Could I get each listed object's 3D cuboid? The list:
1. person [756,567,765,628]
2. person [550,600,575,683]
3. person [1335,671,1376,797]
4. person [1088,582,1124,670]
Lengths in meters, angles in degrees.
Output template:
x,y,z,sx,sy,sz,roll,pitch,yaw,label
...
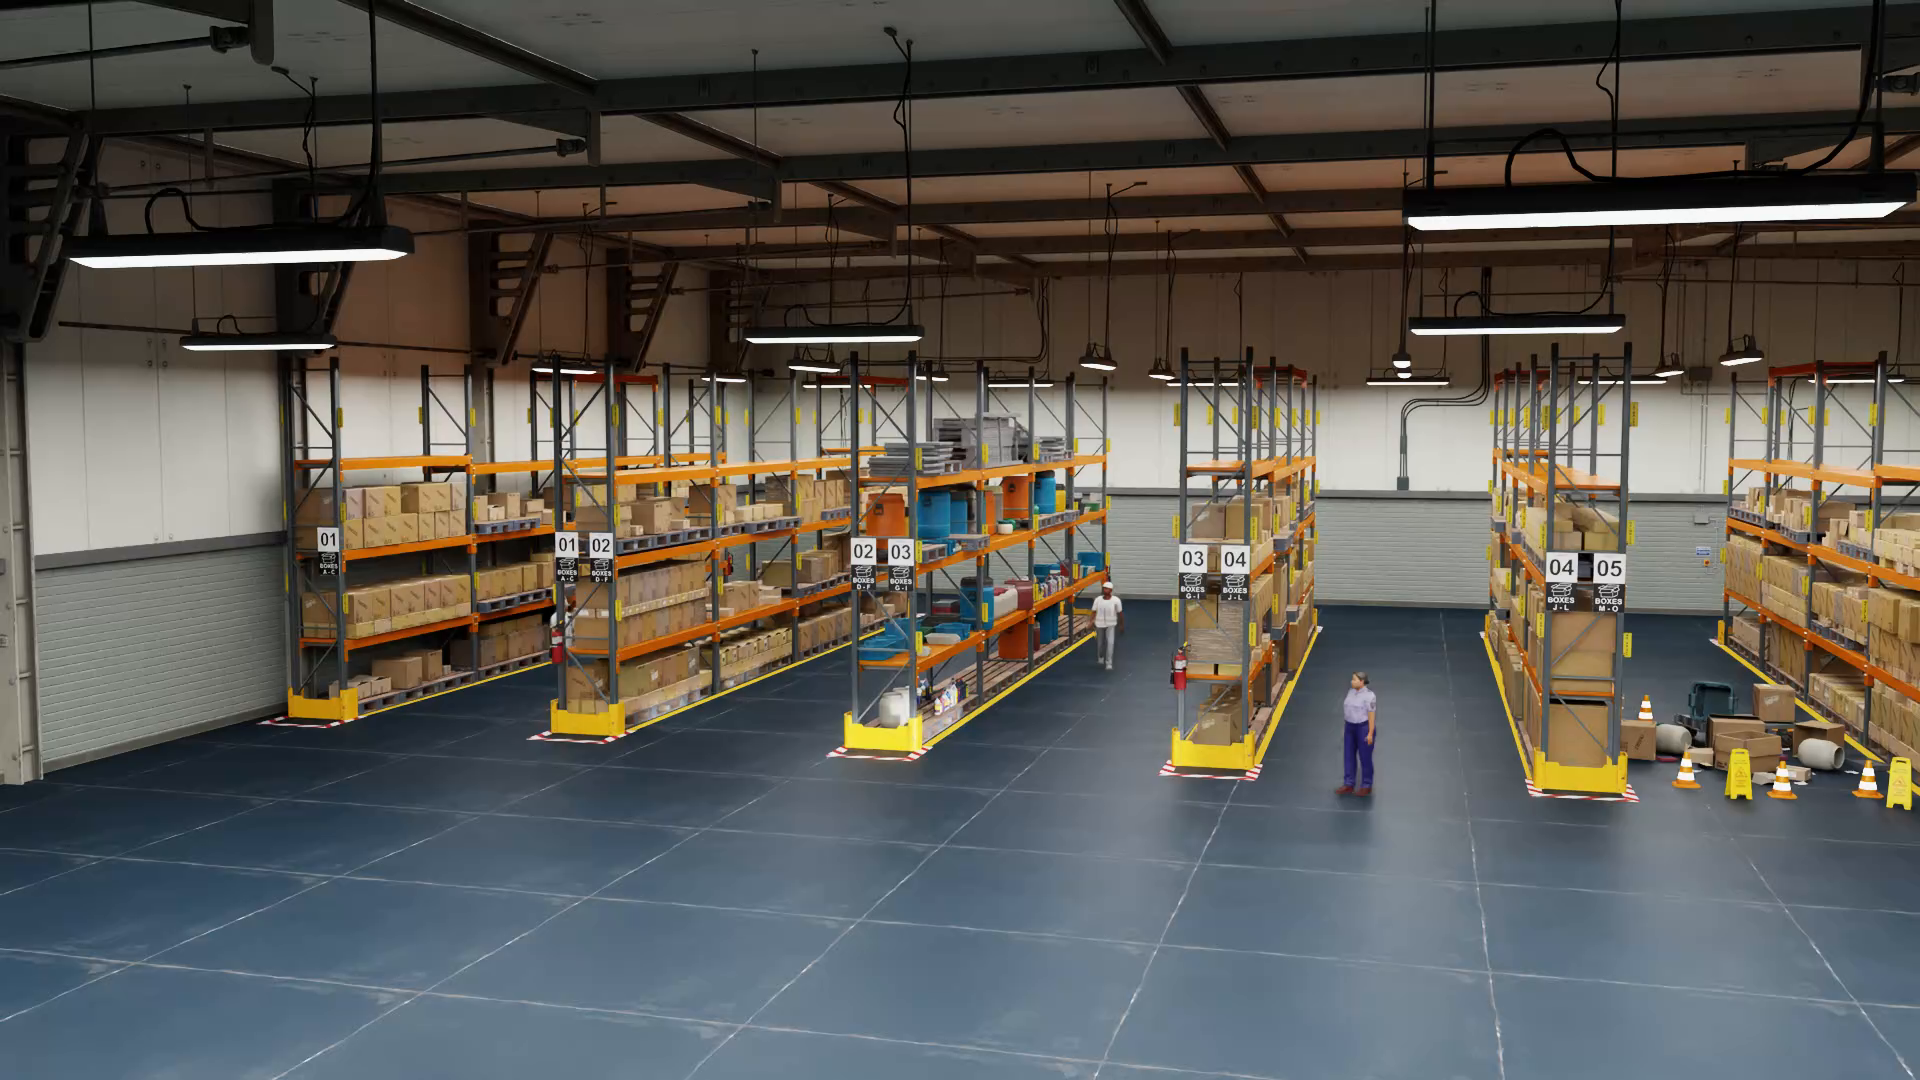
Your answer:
x,y,z,sx,sy,sz,roll,pitch,yaw,label
-4.518,1.420,37.573,0.456,1.643,0.963,2,4,21,person
-7.536,1.920,31.517,0.475,1.562,0.979,1,4,7,person
5.269,2.569,22.046,0.430,1.637,0.493,-3,5,-34,person
2.891,1.689,32.914,0.702,1.724,1.023,1,4,7,person
